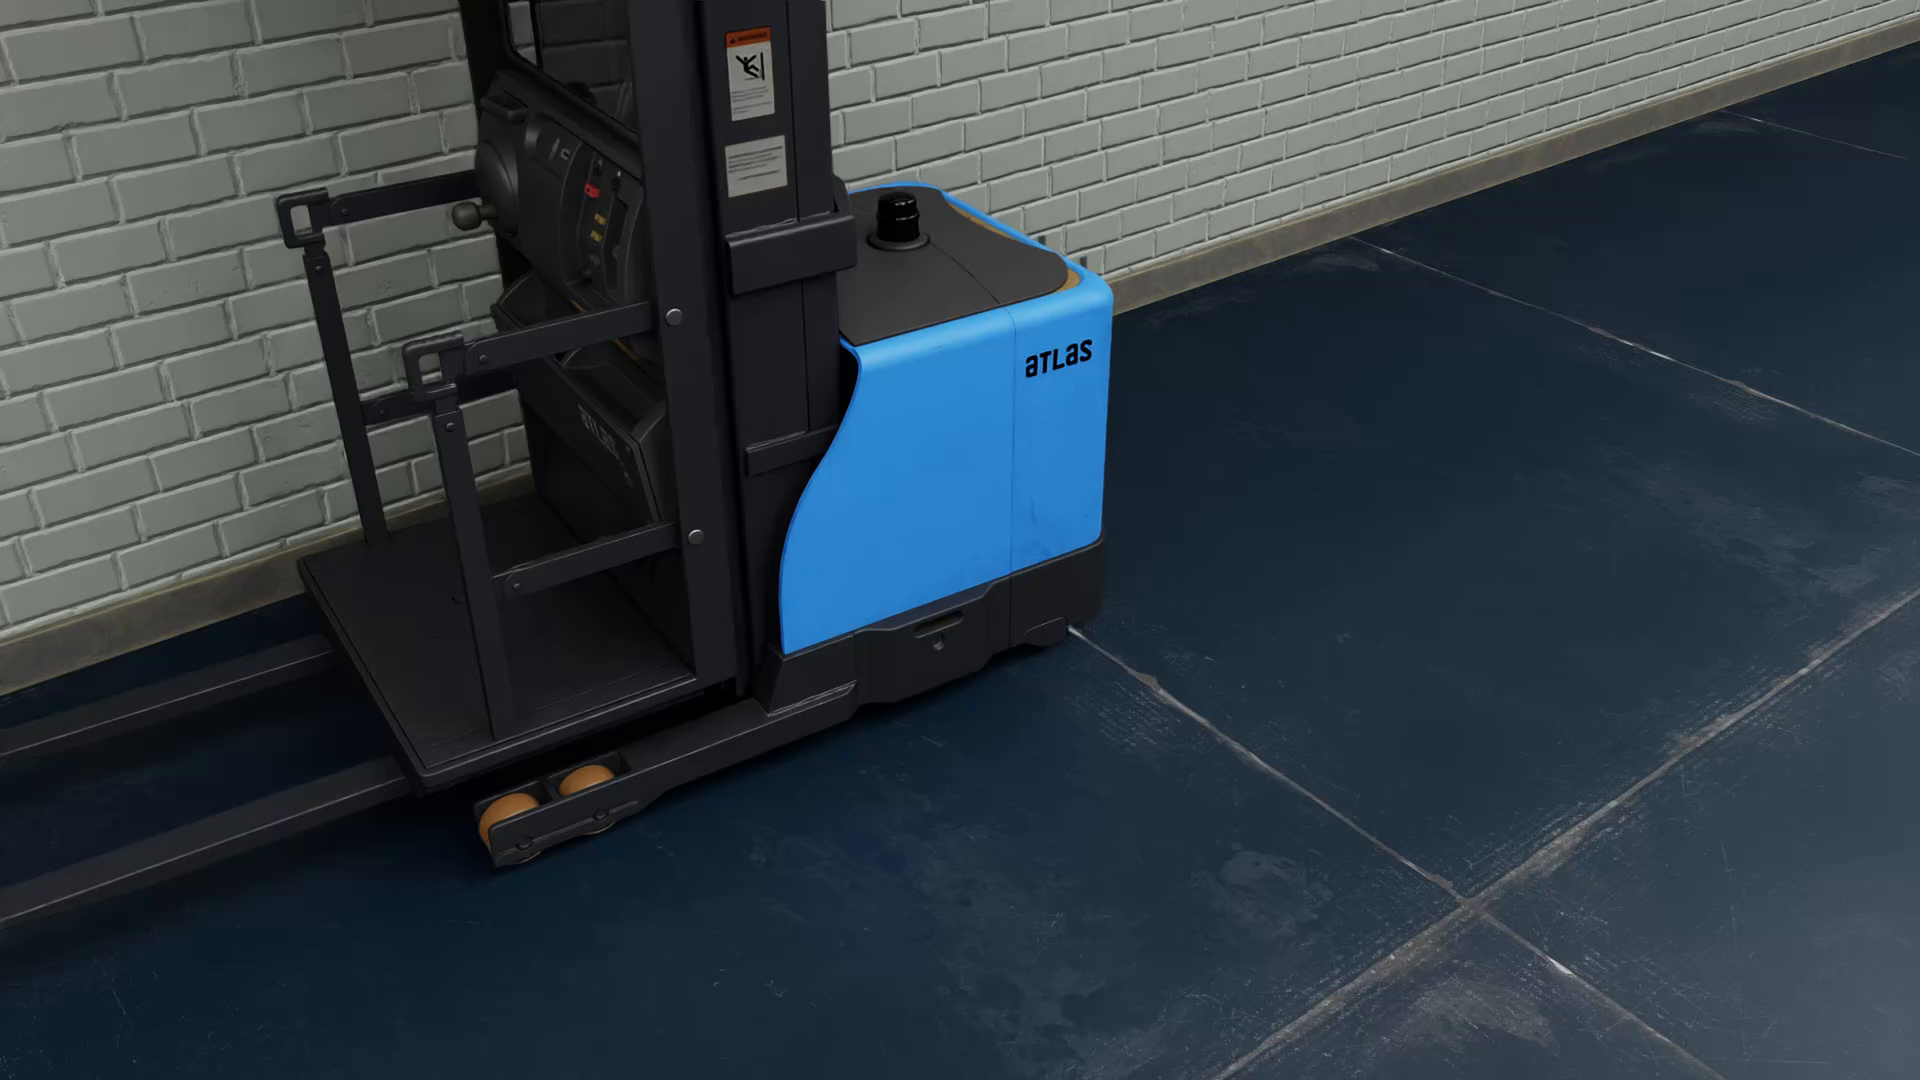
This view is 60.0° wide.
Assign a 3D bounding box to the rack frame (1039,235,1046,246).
[{"bbox_3d":[0.158,-0.505,5.210,0.240,0.900,0.006,-20,37,-29],"label":"rack frame"}]

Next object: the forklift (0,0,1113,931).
[{"bbox_3d":[-1.101,-0.786,3.738,3.031,2.935,1.130,-19,37,-28],"label":"forklift"}]

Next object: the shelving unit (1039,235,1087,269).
[{"bbox_3d":[0.216,-0.461,5.139,0.258,0.900,0.210,-20,37,-29],"label":"shelving unit"}]

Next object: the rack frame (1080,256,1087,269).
[{"bbox_3d":[0.273,-0.416,5.067,0.240,0.900,0.006,-20,37,-29],"label":"rack frame"}]
